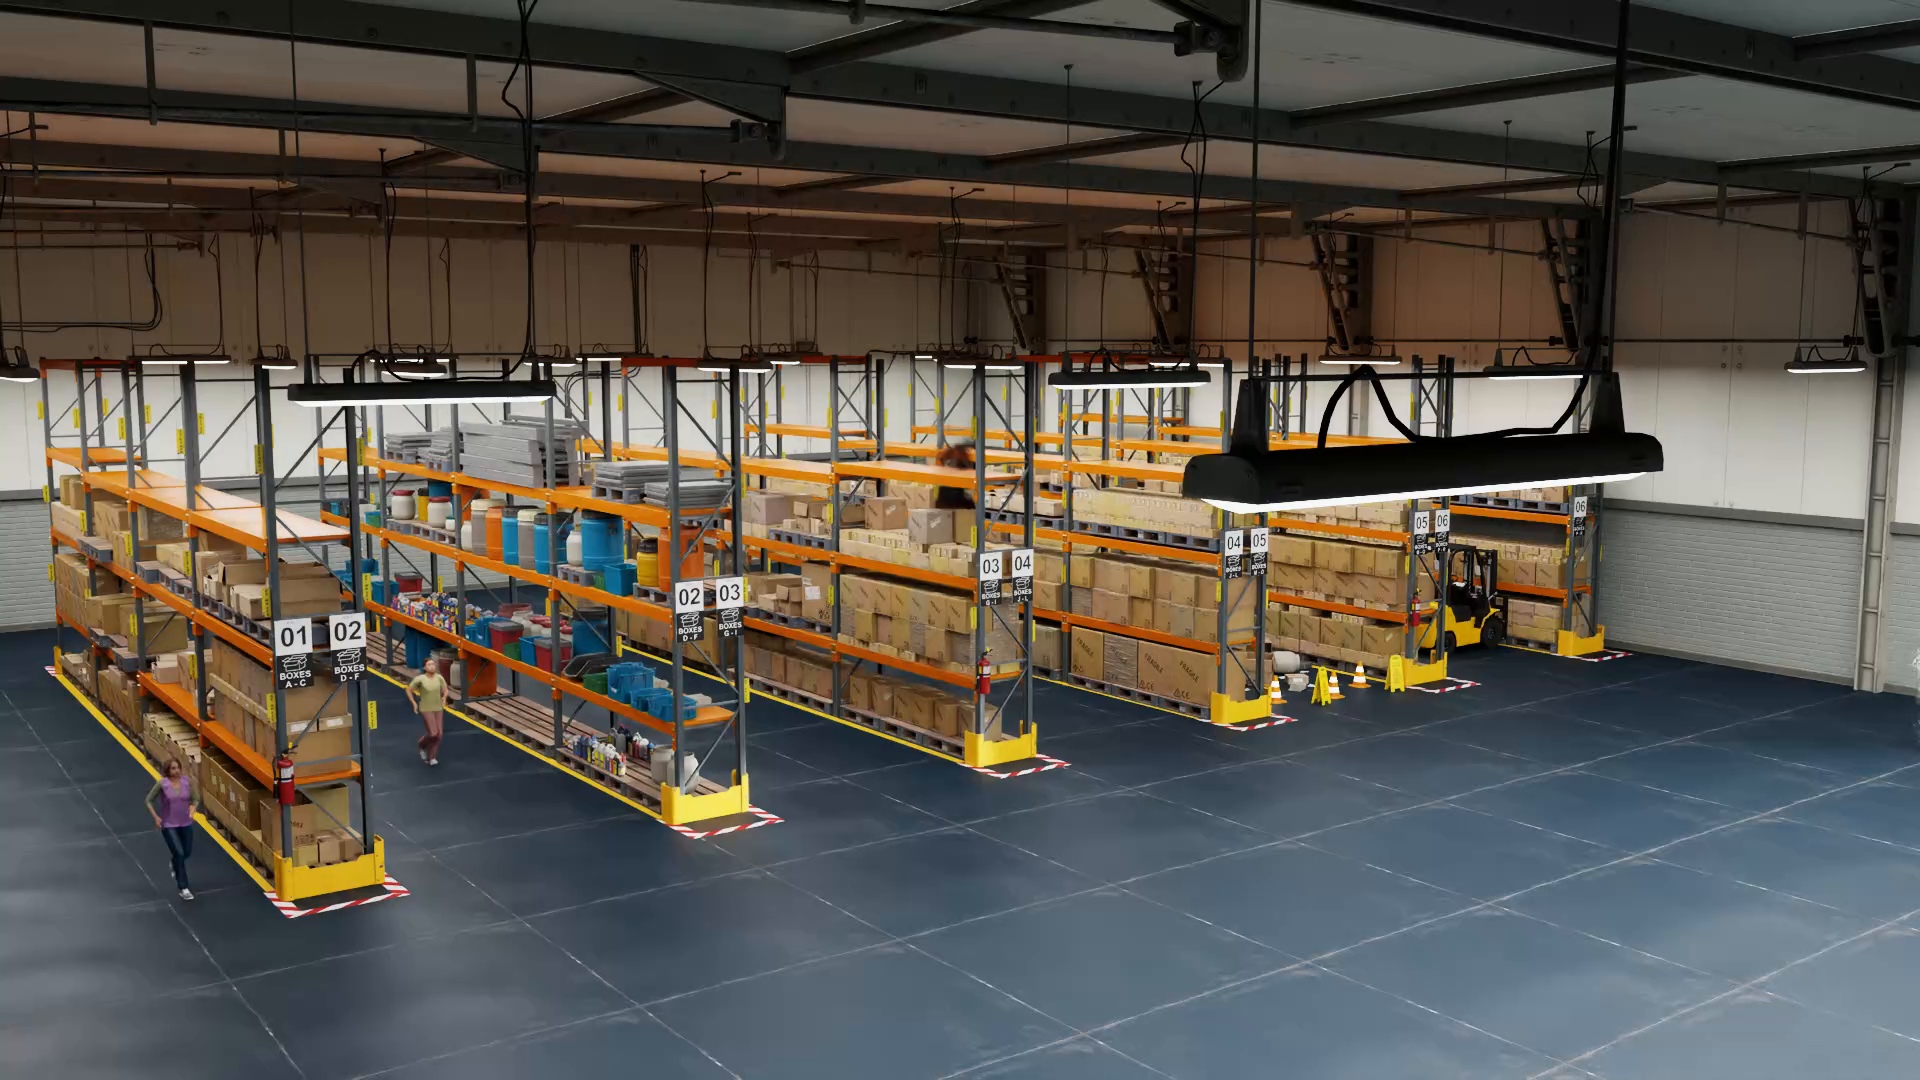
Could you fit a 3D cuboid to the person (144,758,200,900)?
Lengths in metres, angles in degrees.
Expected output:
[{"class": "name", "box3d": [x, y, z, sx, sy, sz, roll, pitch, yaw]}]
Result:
[{"class": "person", "box3d": [-8.981, 3.263, 19.015, 0.553, 1.594, 0.767, -7, 9, -43]}]

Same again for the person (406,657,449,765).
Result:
[{"class": "person", "box3d": [-7.857, 2.554, 24.761, 0.580, 1.624, 0.533, -6, 9, -43]}]
